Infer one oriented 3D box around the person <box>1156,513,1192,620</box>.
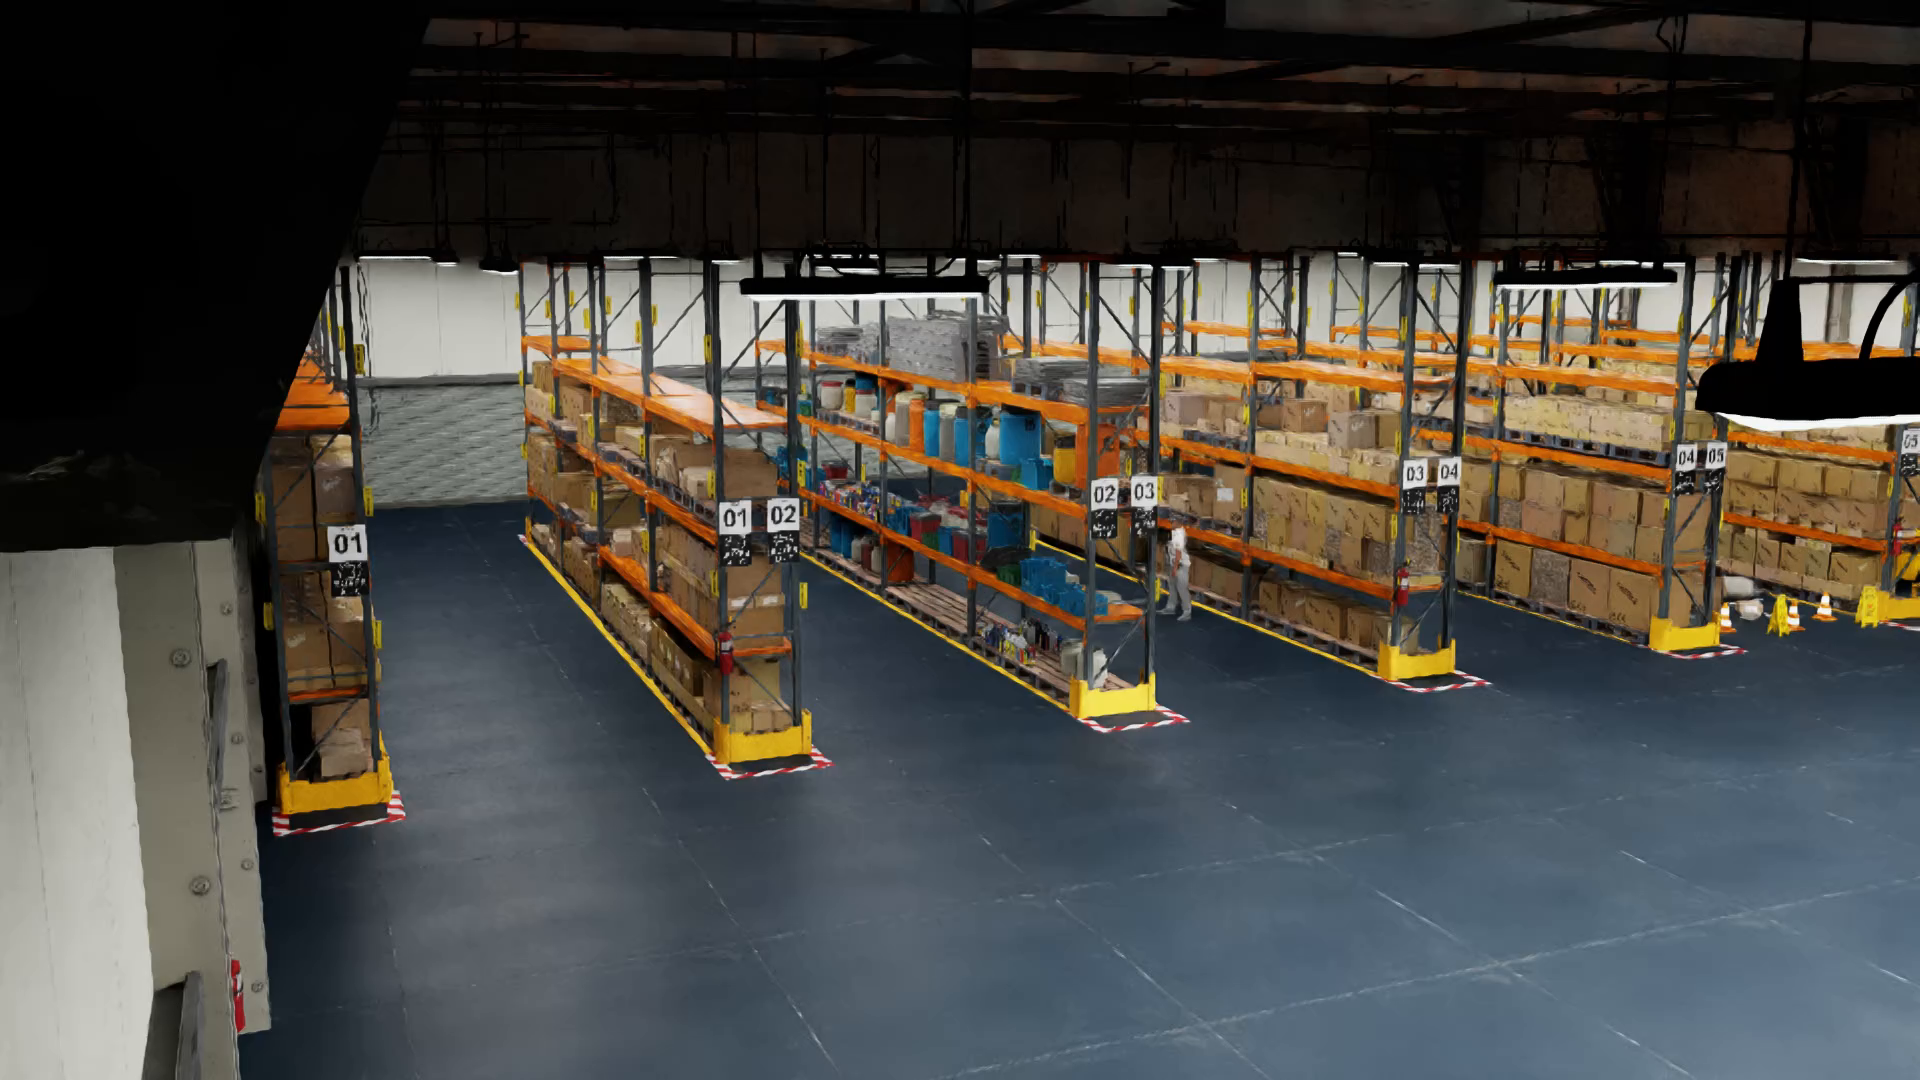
[{"bbox_3d":[3.593,0.421,27.799,0.596,1.746,0.668,1,10,3],"label":"person"}]
